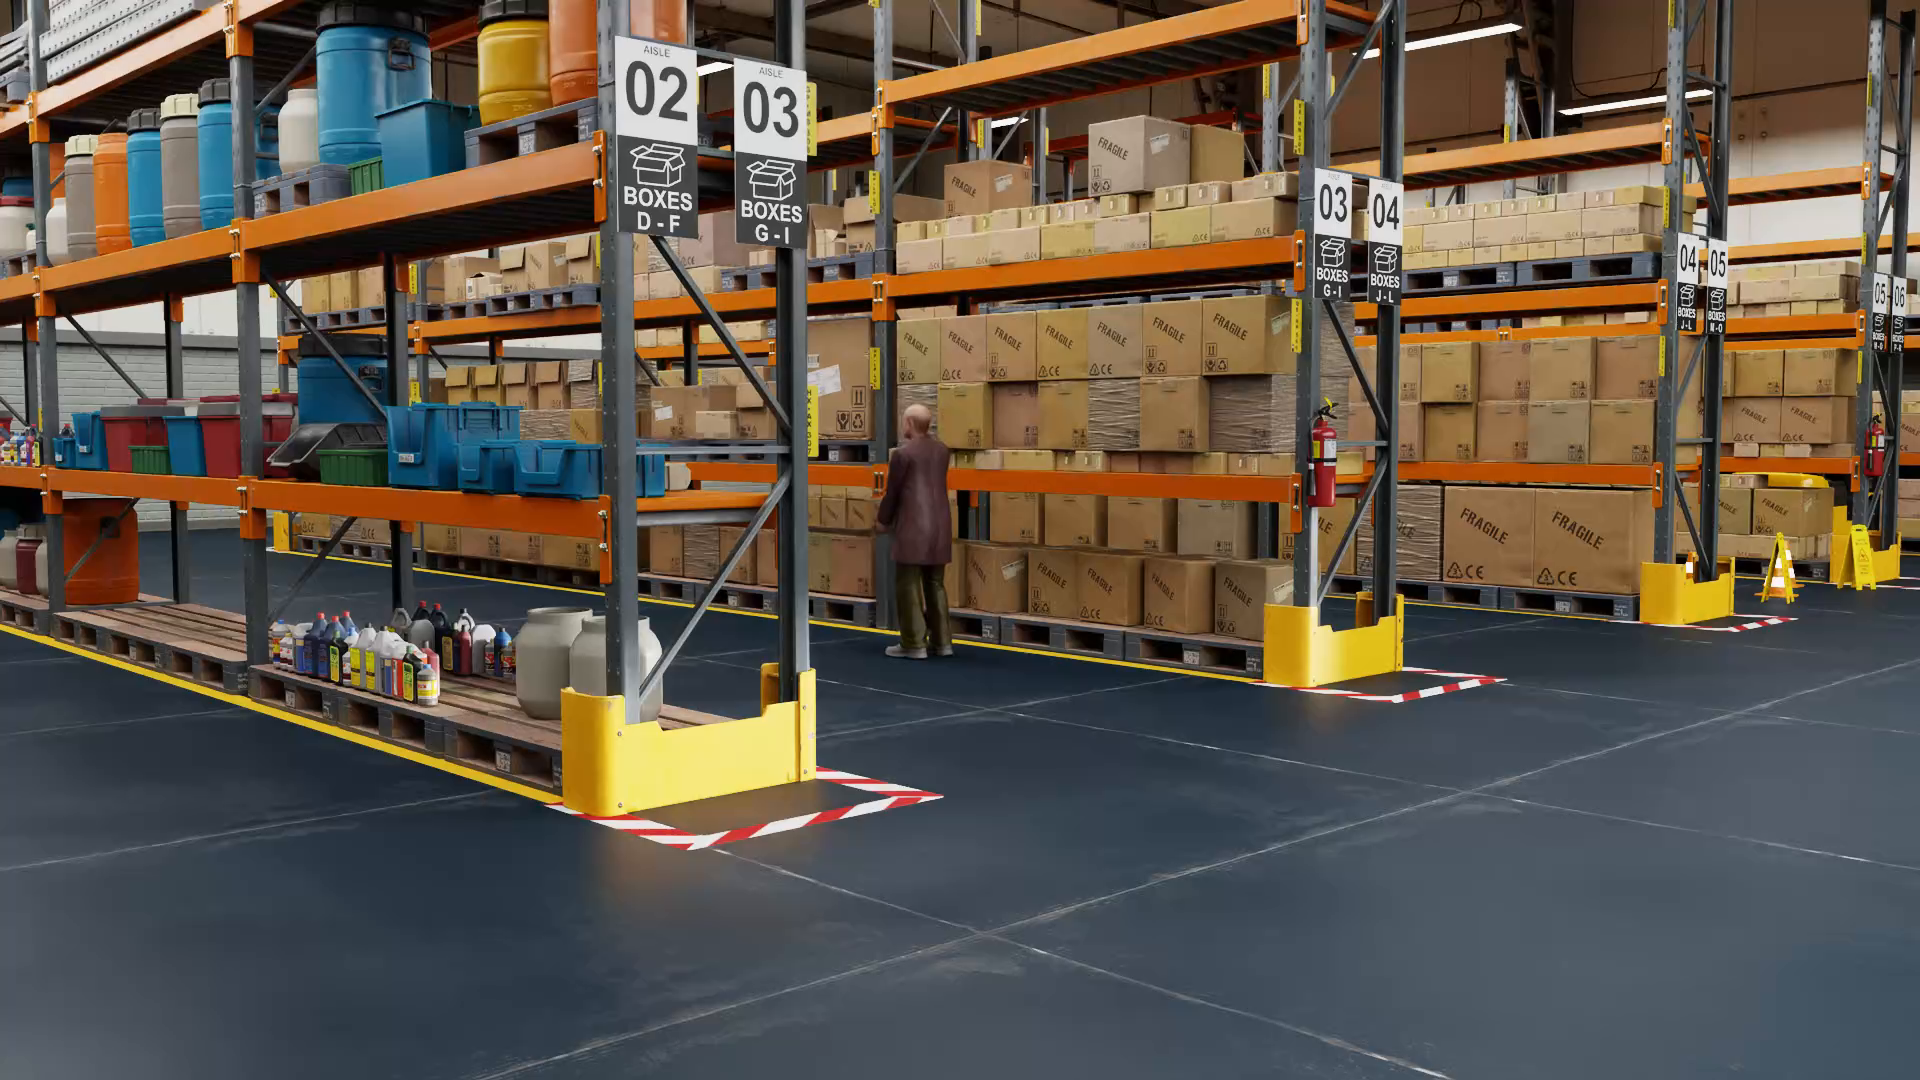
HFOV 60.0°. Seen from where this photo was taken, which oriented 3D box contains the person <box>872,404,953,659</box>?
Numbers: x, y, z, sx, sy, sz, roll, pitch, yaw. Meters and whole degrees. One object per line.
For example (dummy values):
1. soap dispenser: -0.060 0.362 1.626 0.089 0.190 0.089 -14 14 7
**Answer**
1. person: -0.336 -0.066 11.761 0.528 1.779 0.569 -4 5 -44
